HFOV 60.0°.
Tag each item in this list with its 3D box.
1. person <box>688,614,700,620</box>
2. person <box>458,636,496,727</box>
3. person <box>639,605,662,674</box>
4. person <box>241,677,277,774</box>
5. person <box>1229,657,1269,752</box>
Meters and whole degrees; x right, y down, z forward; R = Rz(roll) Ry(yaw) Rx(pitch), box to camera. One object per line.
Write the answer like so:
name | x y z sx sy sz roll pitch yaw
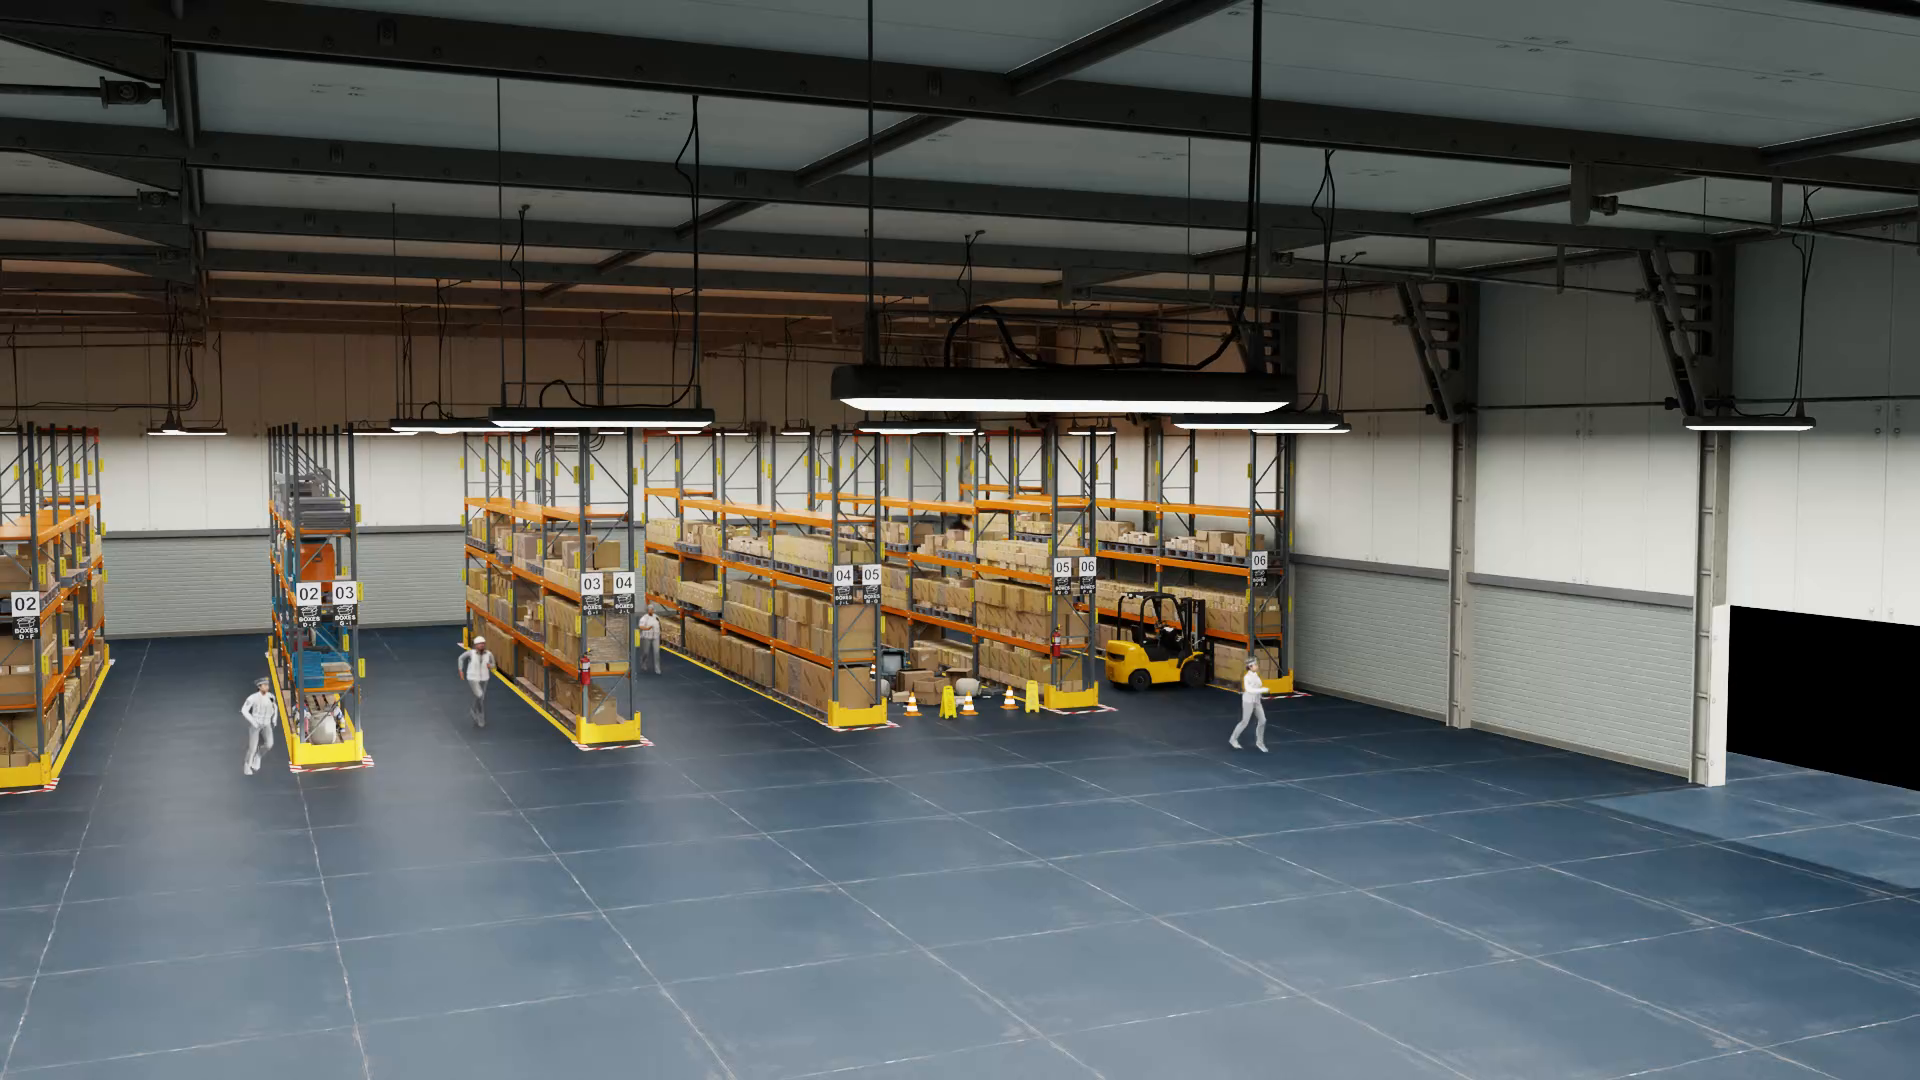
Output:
person | -7.811 1.872 48.967 0.730 1.793 0.679 1 4 13
person | -9.644 2.814 33.273 0.679 1.812 0.849 -2 4 -34
person | -7.538 2.398 40.563 0.607 1.651 0.941 -2 4 -26
person | -11.943 3.167 28.480 0.519 1.639 0.675 3 5 44
person | 5.307 3.014 30.439 0.767 1.758 0.627 2 4 34
